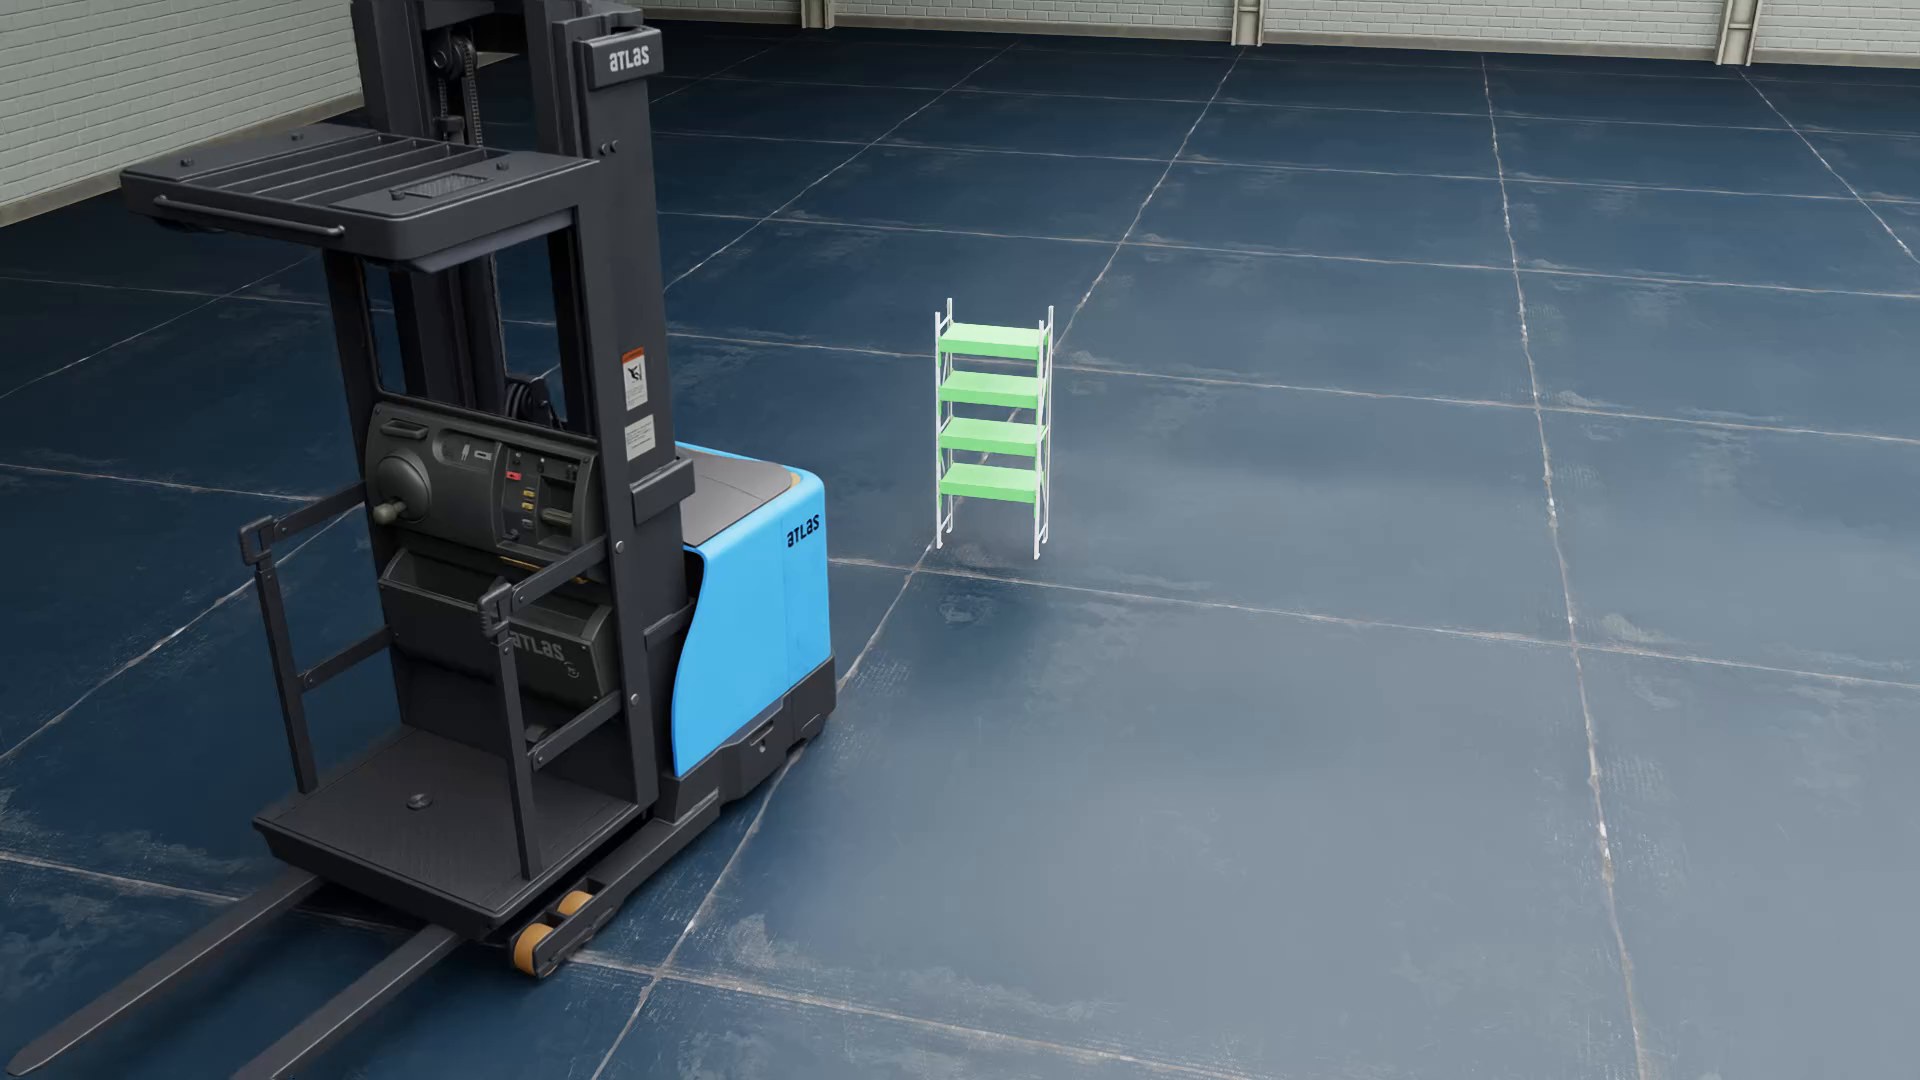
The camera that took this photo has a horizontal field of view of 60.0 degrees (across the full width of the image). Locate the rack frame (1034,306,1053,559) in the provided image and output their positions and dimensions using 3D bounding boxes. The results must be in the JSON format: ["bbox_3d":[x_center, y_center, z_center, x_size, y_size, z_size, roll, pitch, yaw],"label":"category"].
[{"bbox_3d":[0.397,-0.498,7.900,0.015,1.200,0.240,6,26,13],"label":"rack frame"}]

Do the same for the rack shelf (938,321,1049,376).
[{"bbox_3d":[0.160,-0.900,7.776,0.480,0.148,0.258,6,26,13],"label":"rack shelf"}]

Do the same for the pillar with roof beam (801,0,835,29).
[{"bbox_3d":[-3.069,-9.508,17.751,0.400,9.000,9.100,6,26,13],"label":"pillar with roof beam"}]

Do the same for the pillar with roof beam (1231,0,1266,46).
[{"bbox_3d":[2.742,-8.865,16.402,0.400,9.000,9.100,6,26,13],"label":"pillar with roof beam"}]

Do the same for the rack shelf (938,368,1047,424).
[{"bbox_3d":[0.160,-0.683,7.879,0.480,0.148,0.258,6,26,13],"label":"rack shelf"}]

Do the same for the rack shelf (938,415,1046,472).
[{"bbox_3d":[0.160,-0.466,7.982,0.480,0.148,0.258,6,26,13],"label":"rack shelf"}]

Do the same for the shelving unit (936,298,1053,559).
[{"bbox_3d":[0.160,-0.524,7.955,0.503,1.200,0.258,6,26,13],"label":"shelving unit"}]

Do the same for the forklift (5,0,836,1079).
[{"bbox_3d":[-1.646,-0.149,5.154,1.130,2.935,3.031,13,28,26],"label":"forklift"}]

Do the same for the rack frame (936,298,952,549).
[{"bbox_3d":[-0.076,-0.550,8.010,0.015,1.200,0.240,6,26,13],"label":"rack frame"}]

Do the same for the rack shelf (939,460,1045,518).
[{"bbox_3d":[0.160,-0.250,8.085,0.480,0.148,0.258,6,26,13],"label":"rack shelf"}]

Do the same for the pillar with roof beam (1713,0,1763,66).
[{"bbox_3d":[8.553,-8.223,15.053,0.400,9.000,9.100,6,26,13],"label":"pillar with roof beam"}]
